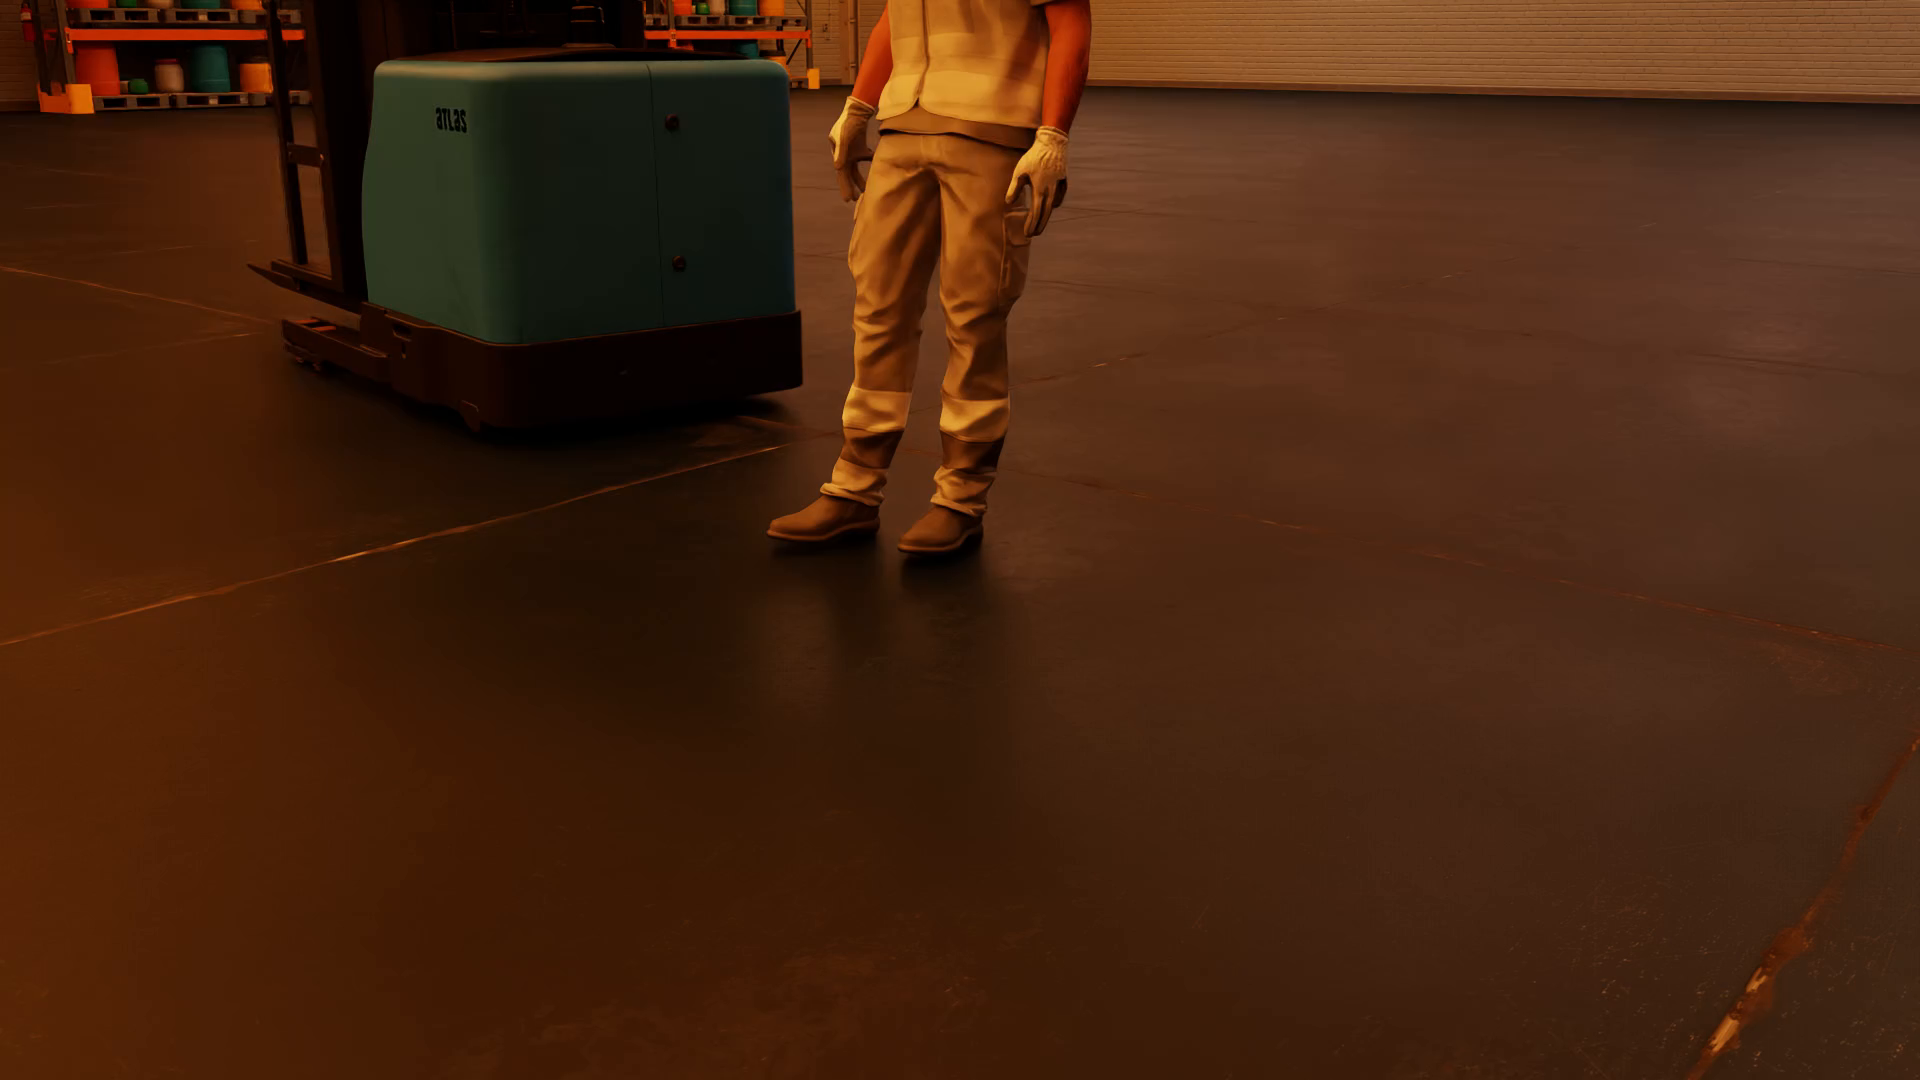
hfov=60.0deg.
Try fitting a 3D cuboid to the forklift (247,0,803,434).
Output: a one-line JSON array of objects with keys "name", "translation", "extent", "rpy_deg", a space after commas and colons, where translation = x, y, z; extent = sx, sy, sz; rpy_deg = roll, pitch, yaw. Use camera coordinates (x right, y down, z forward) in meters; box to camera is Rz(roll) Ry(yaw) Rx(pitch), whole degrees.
[{"name": "forklift", "translation": [-1.813, -2.078, 5.742], "extent": [1.130, 2.935, 3.031], "rpy_deg": [-13, 21, -36]}]

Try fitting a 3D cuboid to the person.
[{"name": "person", "translation": [-0.061, -0.847, 3.628], "extent": [0.637, 1.790, 0.562], "rpy_deg": [13, 21, 37]}]
